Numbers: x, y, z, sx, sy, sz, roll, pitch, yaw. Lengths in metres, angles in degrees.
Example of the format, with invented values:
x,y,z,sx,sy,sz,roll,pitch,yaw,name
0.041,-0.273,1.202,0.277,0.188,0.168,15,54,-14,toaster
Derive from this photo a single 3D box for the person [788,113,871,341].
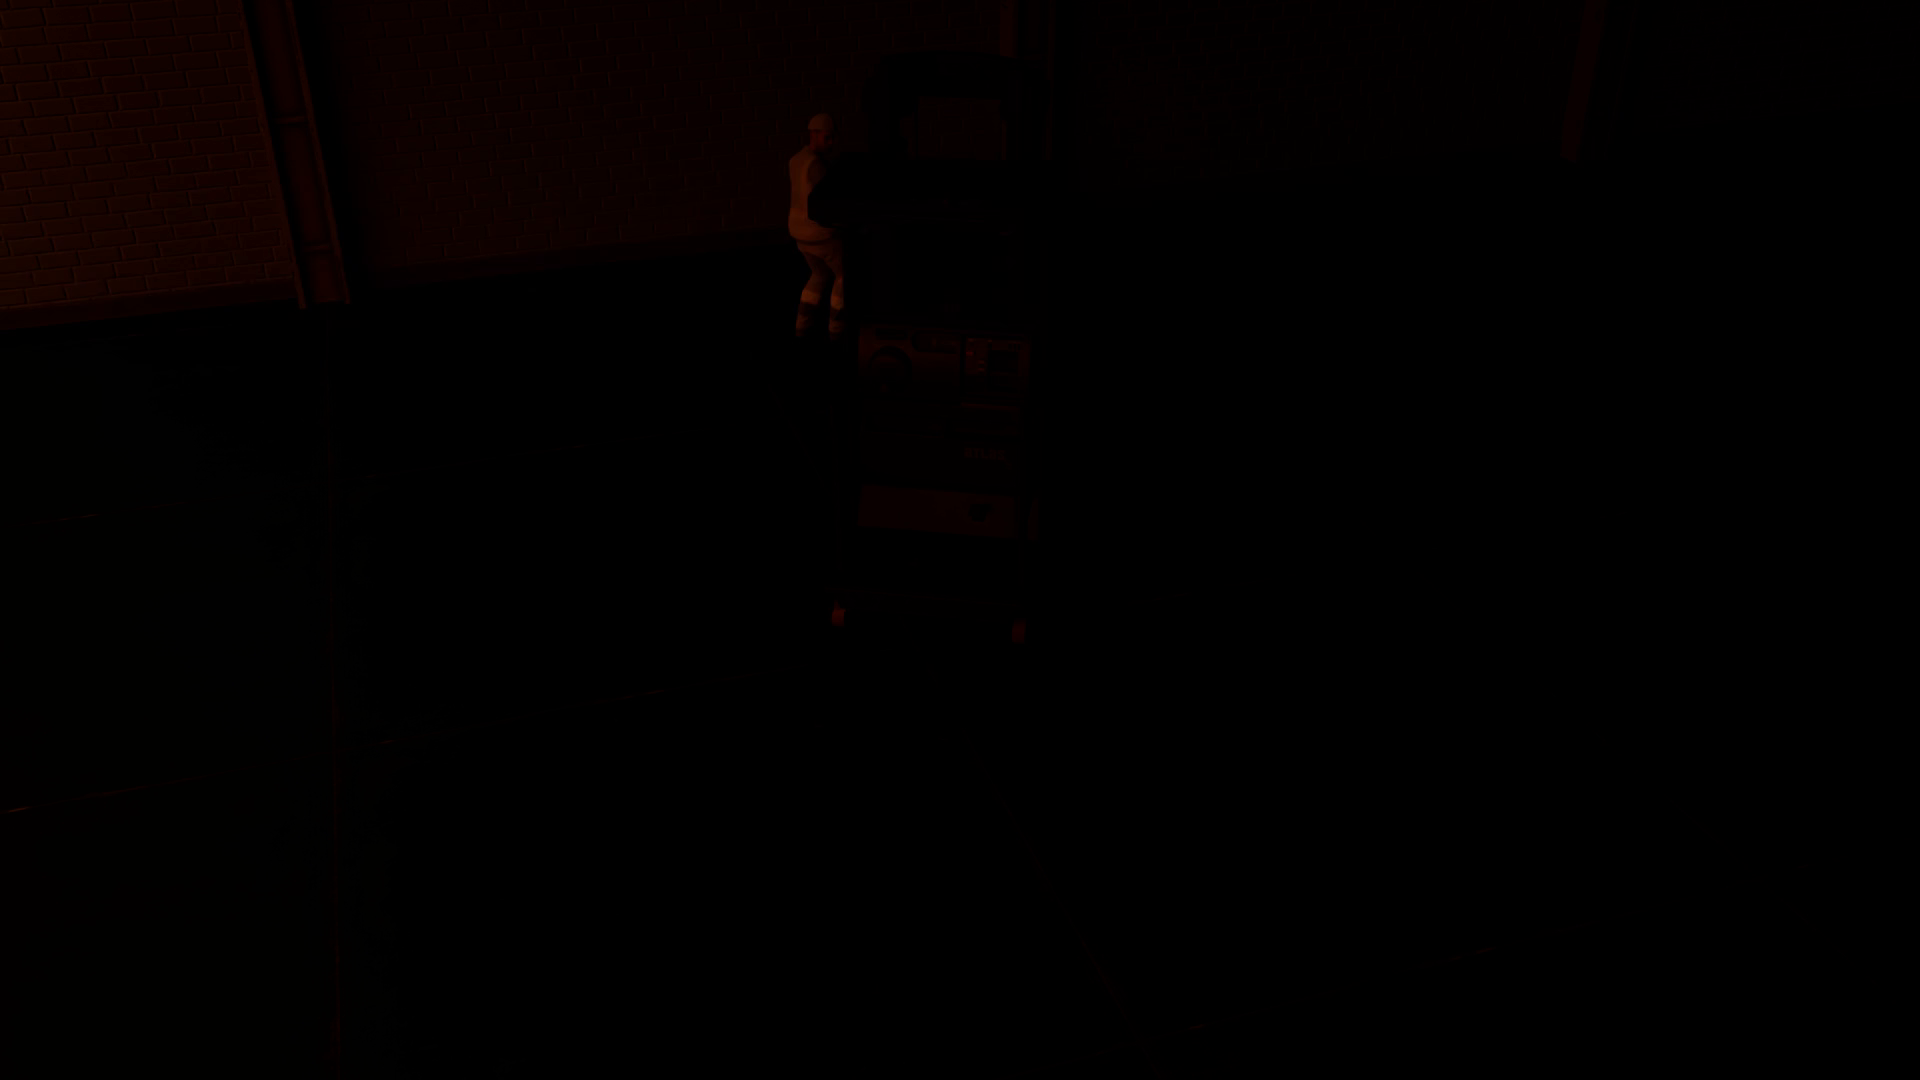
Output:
x,y,z,sx,sy,sz,roll,pitch,yaw,name
-0.972,-2.303,12.349,0.642,1.732,0.778,-21,36,-32,person

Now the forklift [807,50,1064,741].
x,y,z,sx,sy,sz,roll,pitch,yaw,name
-0.115,-0.896,8.644,1.130,2.935,3.031,5,30,8,forklift
